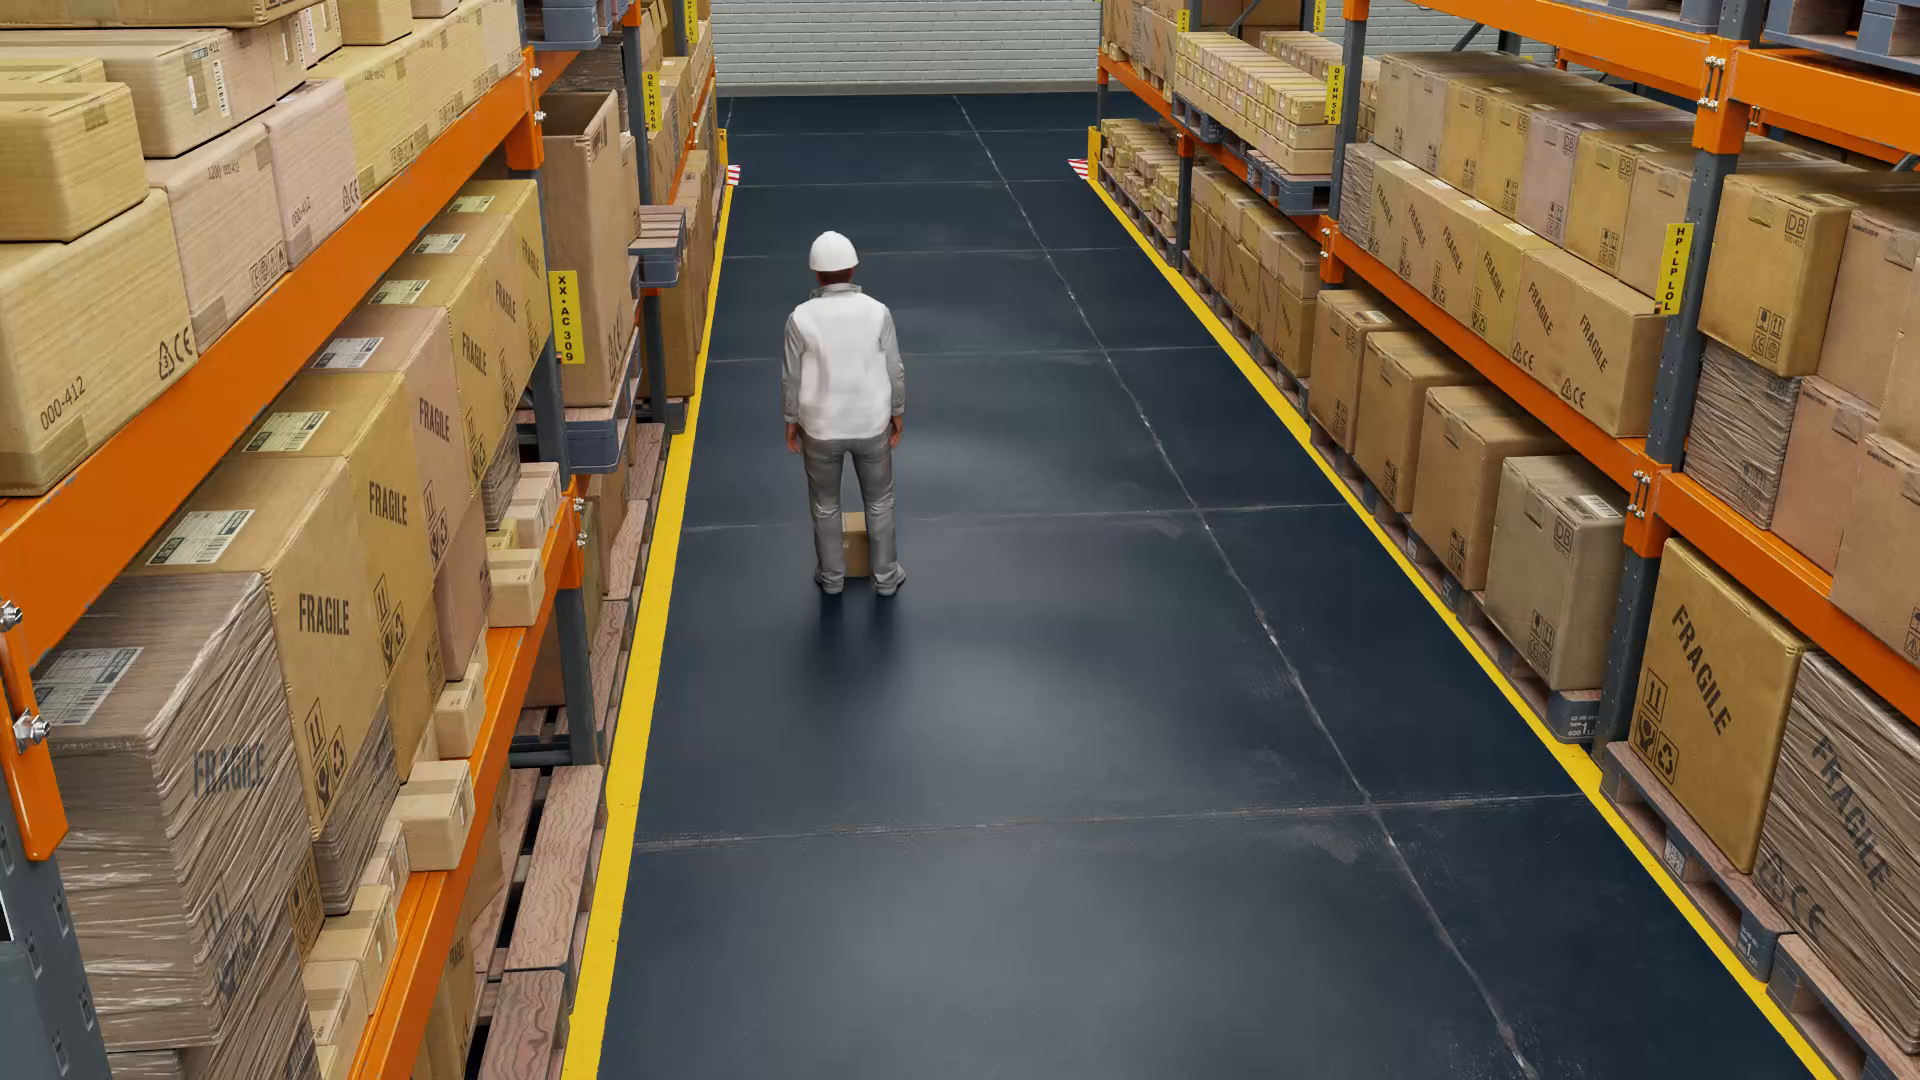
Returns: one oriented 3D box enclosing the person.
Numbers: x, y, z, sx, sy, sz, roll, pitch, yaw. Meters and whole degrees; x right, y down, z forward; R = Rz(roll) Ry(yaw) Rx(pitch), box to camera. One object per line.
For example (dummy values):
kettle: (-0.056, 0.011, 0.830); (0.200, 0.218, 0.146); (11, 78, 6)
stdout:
person: (-4.042, -2.289, 6.766); (7.589, 5.808, 11.427); (-4, 24, -8)
